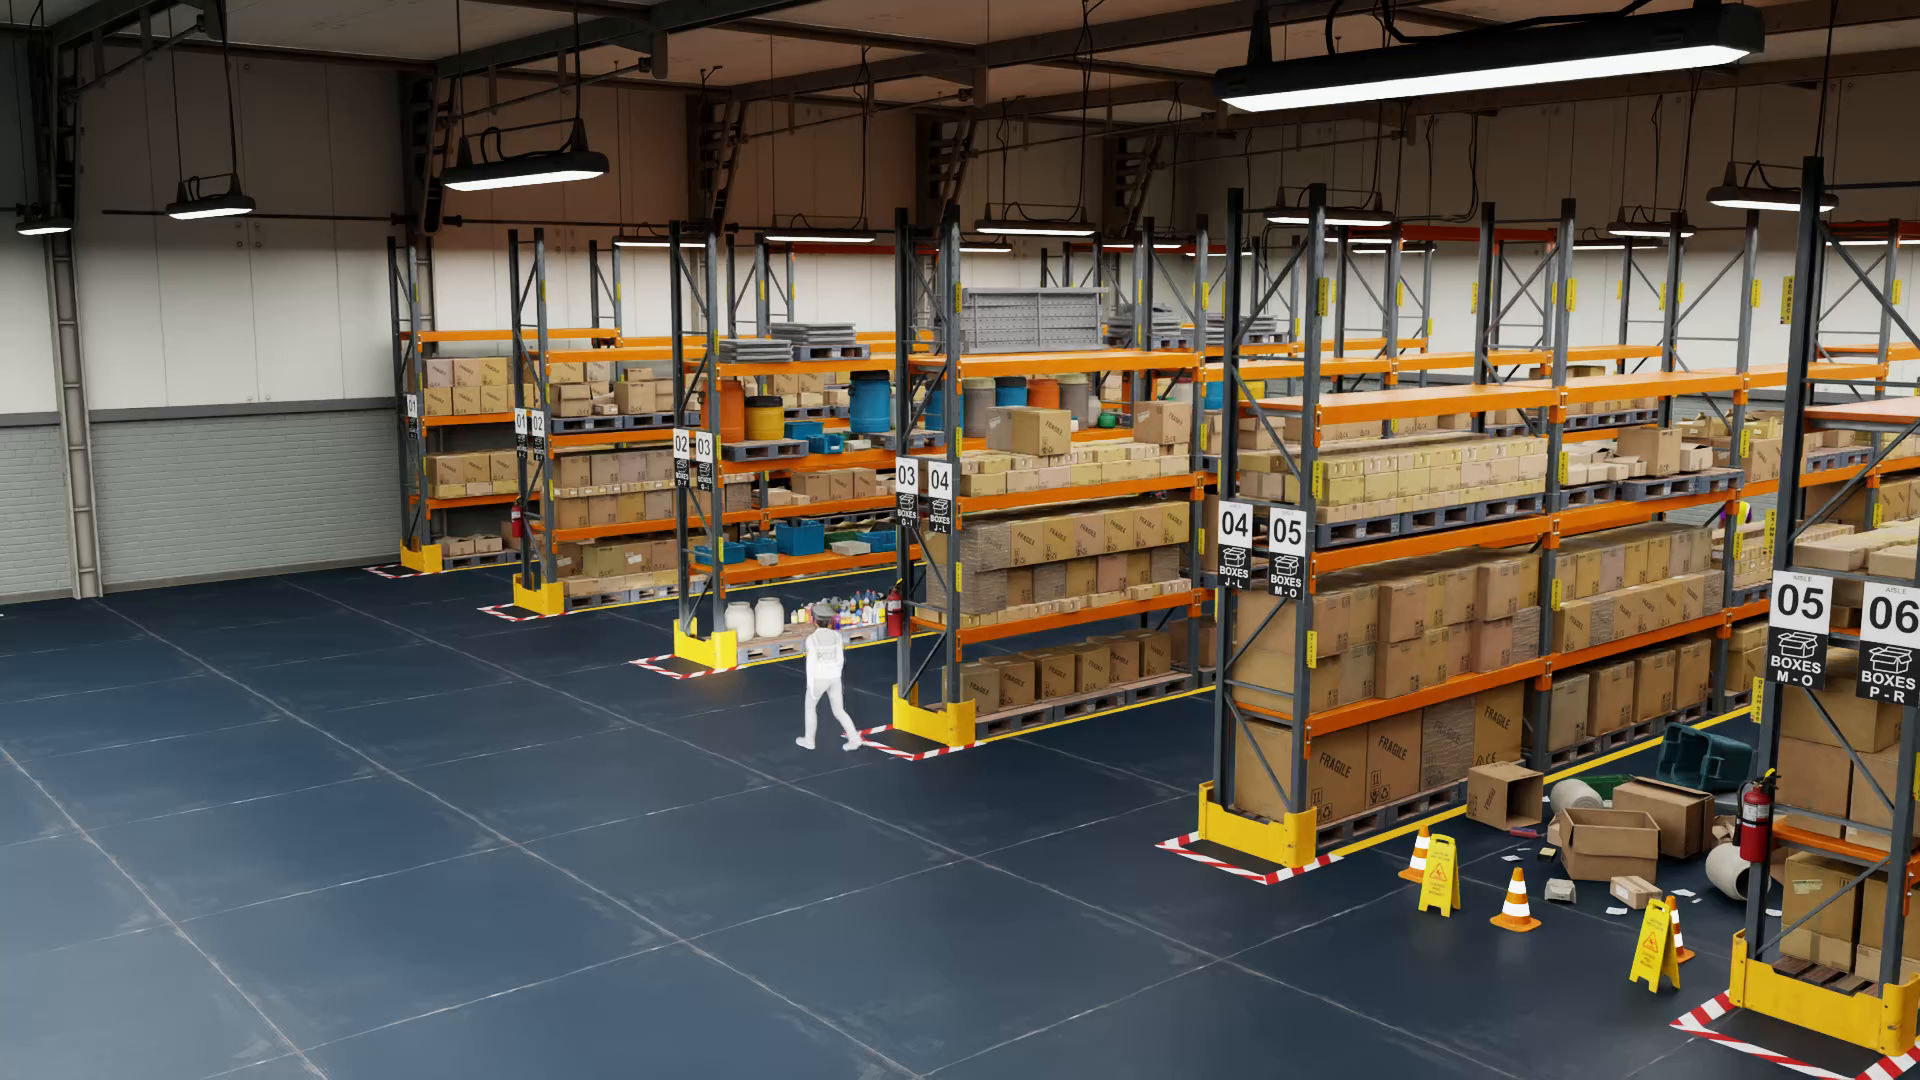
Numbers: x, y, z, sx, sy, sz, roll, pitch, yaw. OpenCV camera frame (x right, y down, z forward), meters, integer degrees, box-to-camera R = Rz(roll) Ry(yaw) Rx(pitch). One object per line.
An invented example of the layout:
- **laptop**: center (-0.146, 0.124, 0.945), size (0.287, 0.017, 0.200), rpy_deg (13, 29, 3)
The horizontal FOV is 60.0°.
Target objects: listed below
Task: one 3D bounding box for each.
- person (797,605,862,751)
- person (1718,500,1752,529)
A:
- **person**: center (-1.468, 1.542, 18.329), size (0.465, 1.637, 0.970), rpy_deg (-7, 11, -40)
- **person**: center (13.190, -0.049, 28.385), size (0.606, 1.795, 0.527), rpy_deg (0, 9, -3)
